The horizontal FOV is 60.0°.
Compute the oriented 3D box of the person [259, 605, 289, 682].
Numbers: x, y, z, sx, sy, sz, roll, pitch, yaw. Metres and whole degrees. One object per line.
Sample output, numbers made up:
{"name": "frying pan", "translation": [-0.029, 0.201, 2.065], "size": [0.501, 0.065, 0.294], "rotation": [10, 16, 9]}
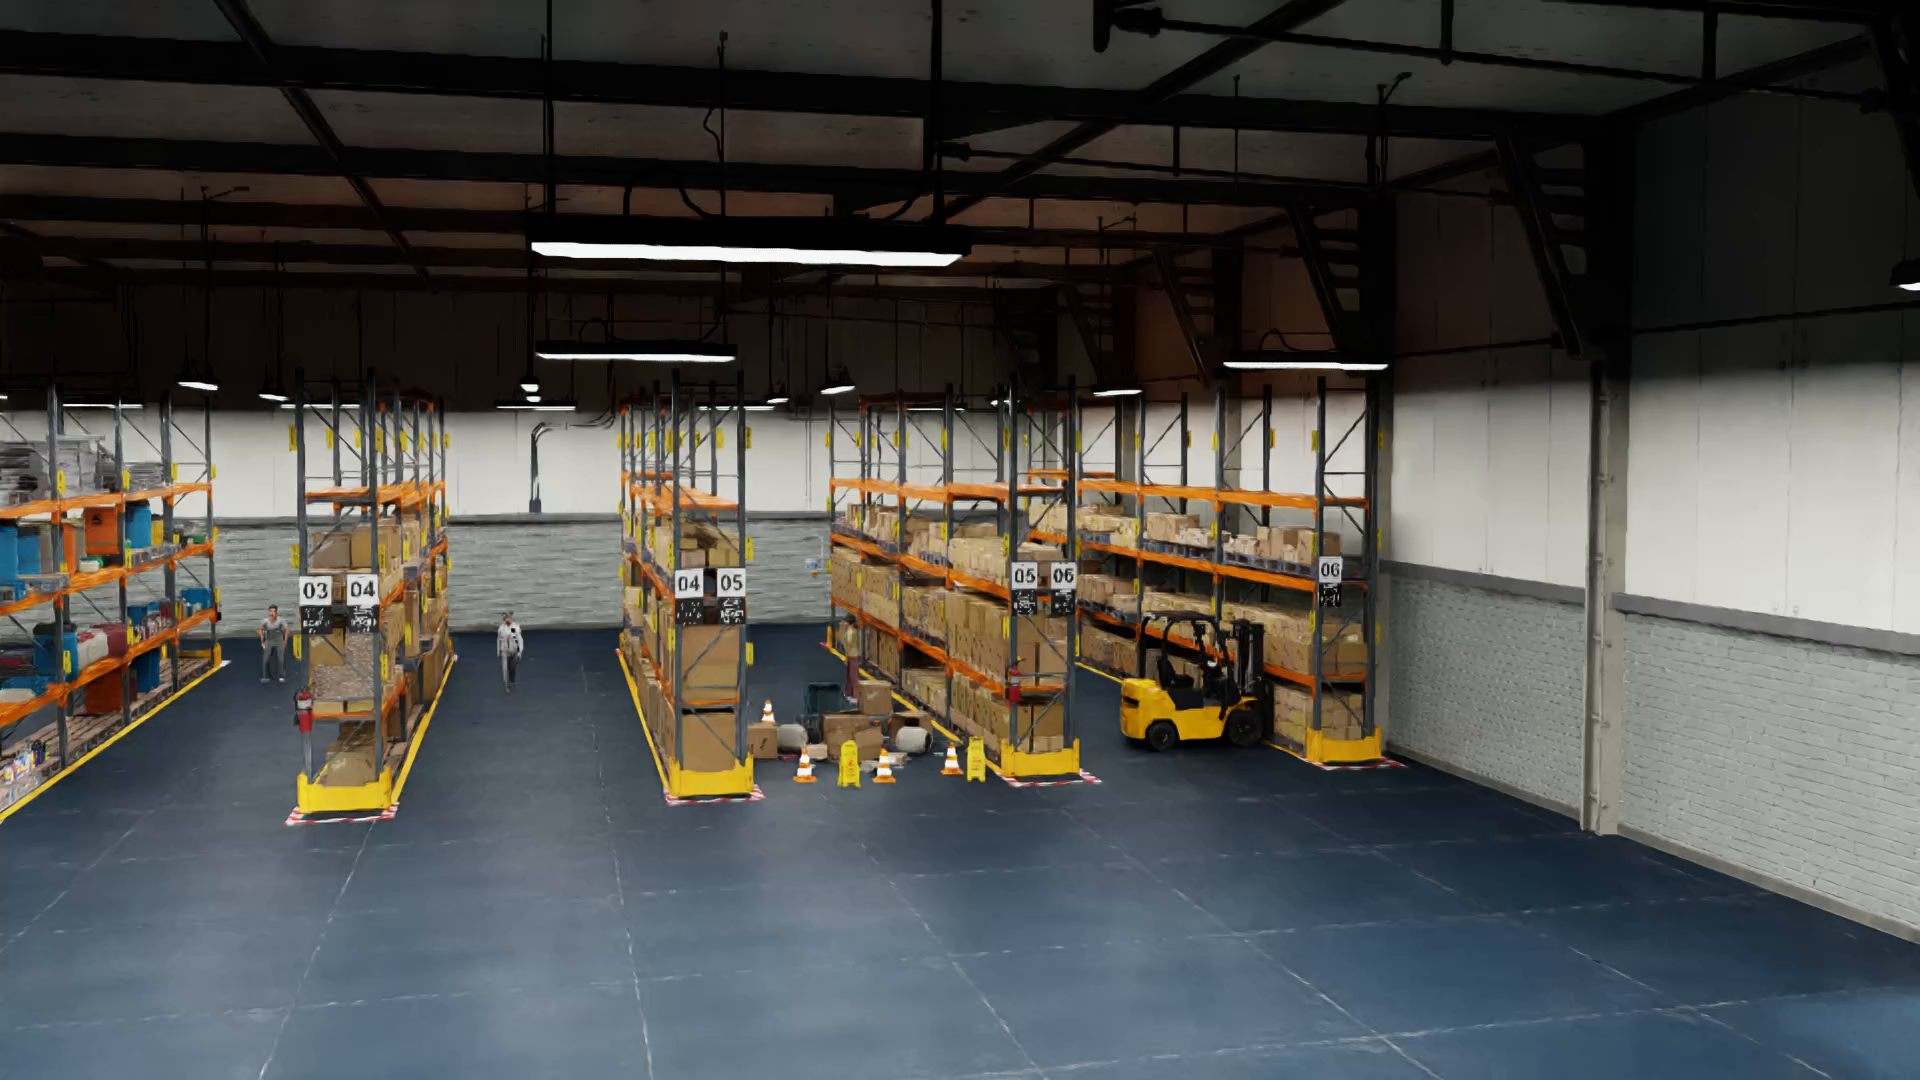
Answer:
{"name": "person", "translation": [-14.218, 2.144, 34.475], "size": [0.580, 1.619, 0.507], "rotation": [-1, 4, -16]}

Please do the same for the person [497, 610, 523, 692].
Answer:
{"name": "person", "translation": [-8.982, 2.200, 33.209], "size": [0.502, 1.624, 0.997], "rotation": [-1, 4, -15]}

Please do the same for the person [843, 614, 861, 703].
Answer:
{"name": "person", "translation": [-2.112, 2.251, 31.851], "size": [0.575, 1.667, 0.565], "rotation": [1, 3, 9]}

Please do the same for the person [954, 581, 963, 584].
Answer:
{"name": "person", "translation": [0.067, 1.558, 43.205], "size": [0.593, 1.762, 0.612], "rotation": [3, 5, 43]}
